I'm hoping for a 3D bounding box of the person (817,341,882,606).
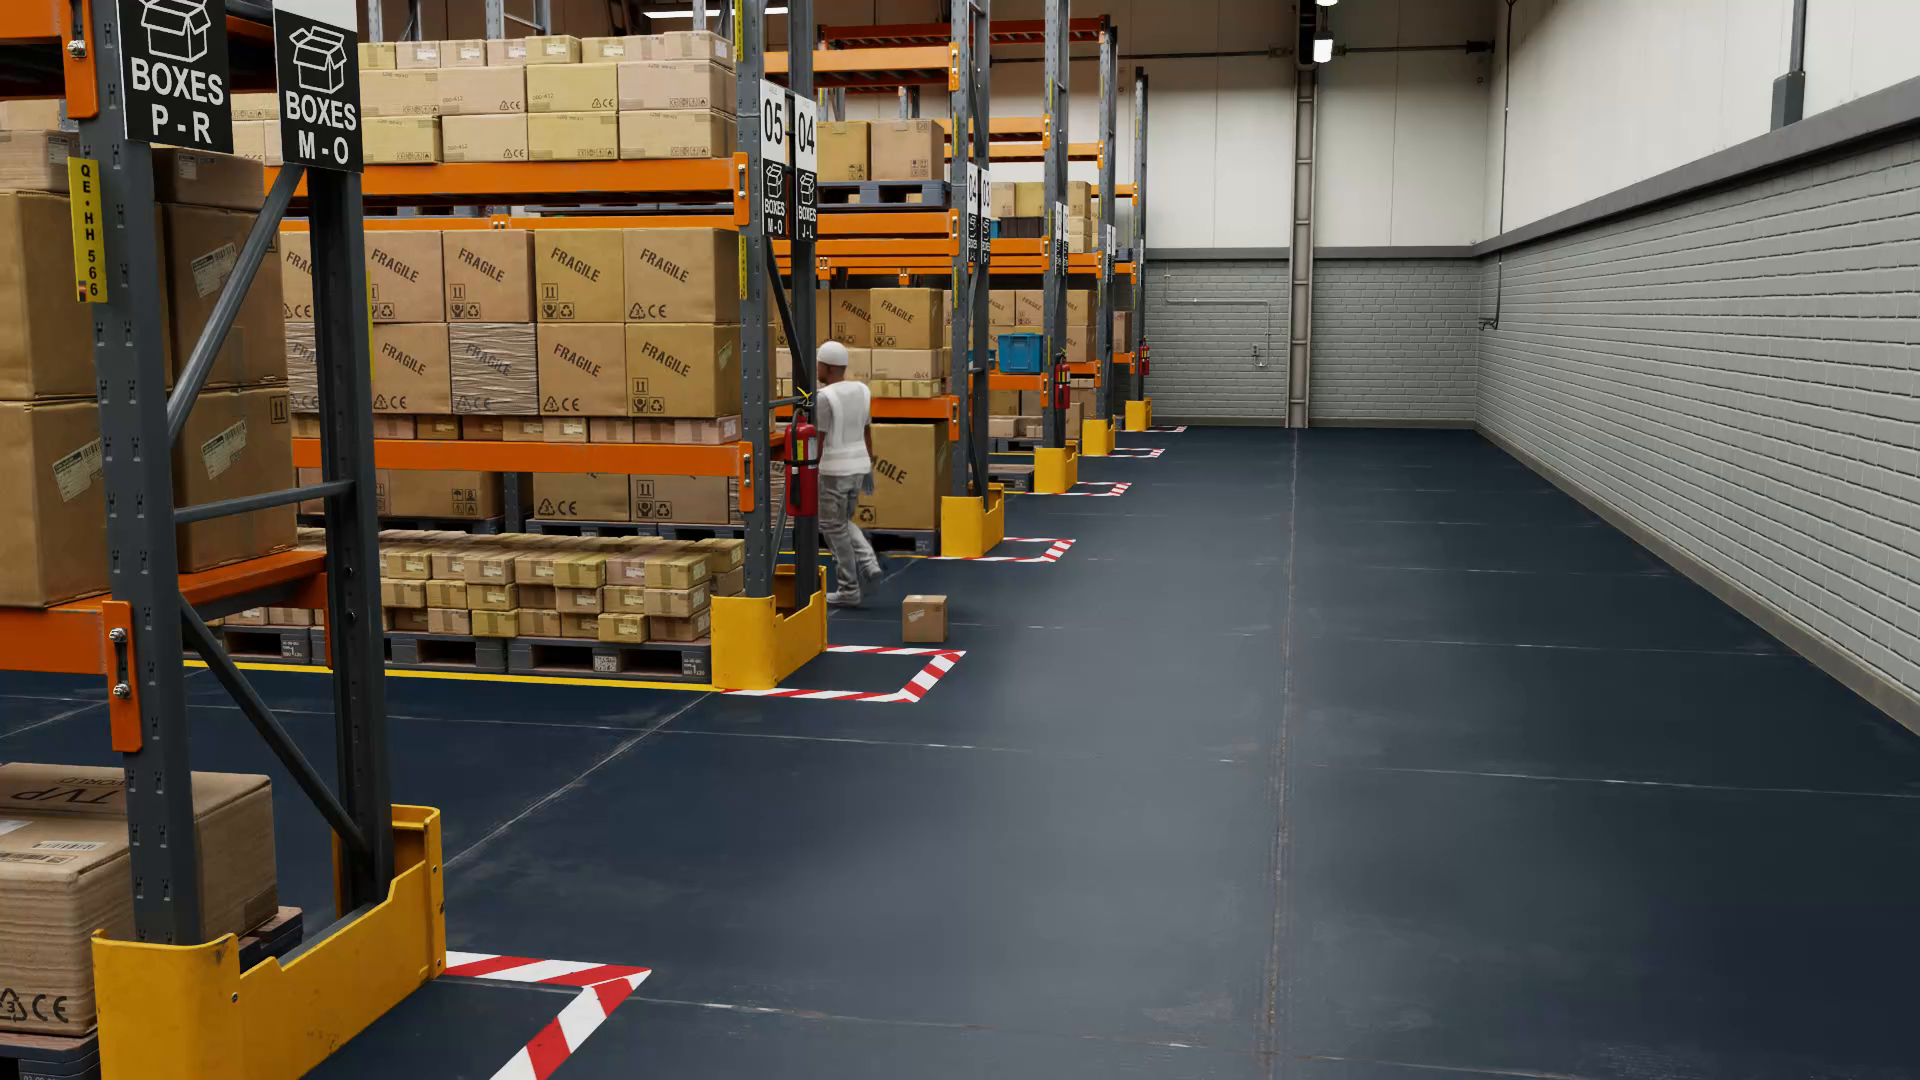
[{"bbox_3d":[-0.814,-0.446,11.219,0.470,1.777,0.597,5,9,34],"label":"person"}]
